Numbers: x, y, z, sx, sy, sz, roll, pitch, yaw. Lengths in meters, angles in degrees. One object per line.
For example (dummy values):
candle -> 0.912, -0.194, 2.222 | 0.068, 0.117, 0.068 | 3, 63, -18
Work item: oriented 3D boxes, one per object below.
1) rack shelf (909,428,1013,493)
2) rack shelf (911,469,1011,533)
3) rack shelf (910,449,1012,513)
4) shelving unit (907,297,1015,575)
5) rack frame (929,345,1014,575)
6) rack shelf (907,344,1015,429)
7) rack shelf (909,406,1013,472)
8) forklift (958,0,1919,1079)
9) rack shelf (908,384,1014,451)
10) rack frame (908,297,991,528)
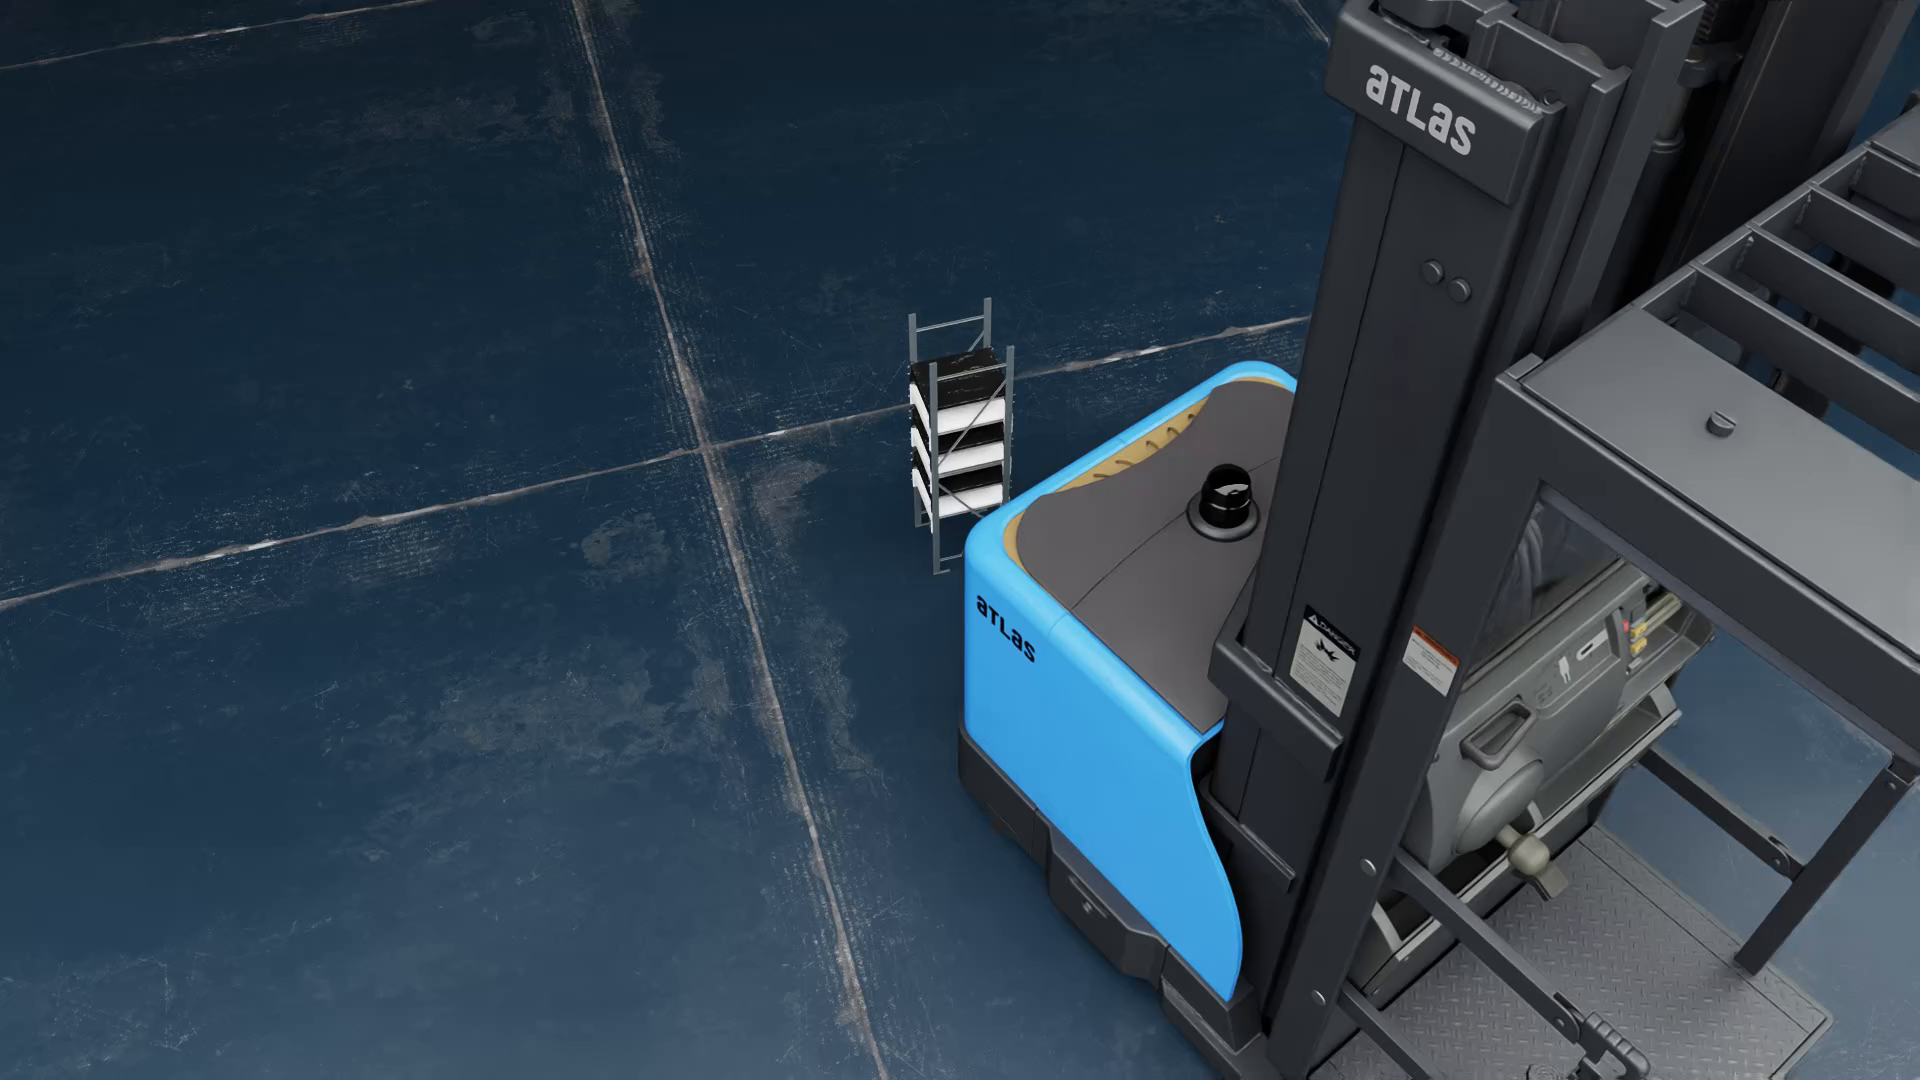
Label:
rack shelf -> 0.002, -0.263, 4.926 | 0.258, 0.077, 0.200 | -13, 51, -11
rack shelf -> 0.002, -0.147, 5.064 | 0.258, 0.077, 0.200 | -13, 51, -11
rack shelf -> 0.002, -0.205, 4.995 | 0.258, 0.077, 0.200 | -13, 51, -11
shelving unit -> 0.002, -0.284, 4.901 | 0.258, 0.900, 0.210 | -13, 51, -11
rack frame -> 0.032, -0.210, 4.838 | 0.240, 0.900, 0.006 | -13, 51, -11
rack shelf -> 0.002, -0.437, 4.720 | 0.258, 0.077, 0.200 | -13, 51, -11
rack shelf -> 0.002, -0.321, 4.858 | 0.258, 0.077, 0.200 | -13, 51, -11
forklift -> 1.313, 0.371, 3.020 | 1.130, 2.935, 3.031 | -32, 57, -24
rack shelf -> 0.002, -0.379, 4.789 | 0.258, 0.077, 0.200 | -13, 51, -11
rack frame -> -0.028, -0.358, 4.964 | 0.240, 0.900, 0.006 | -13, 51, -11
